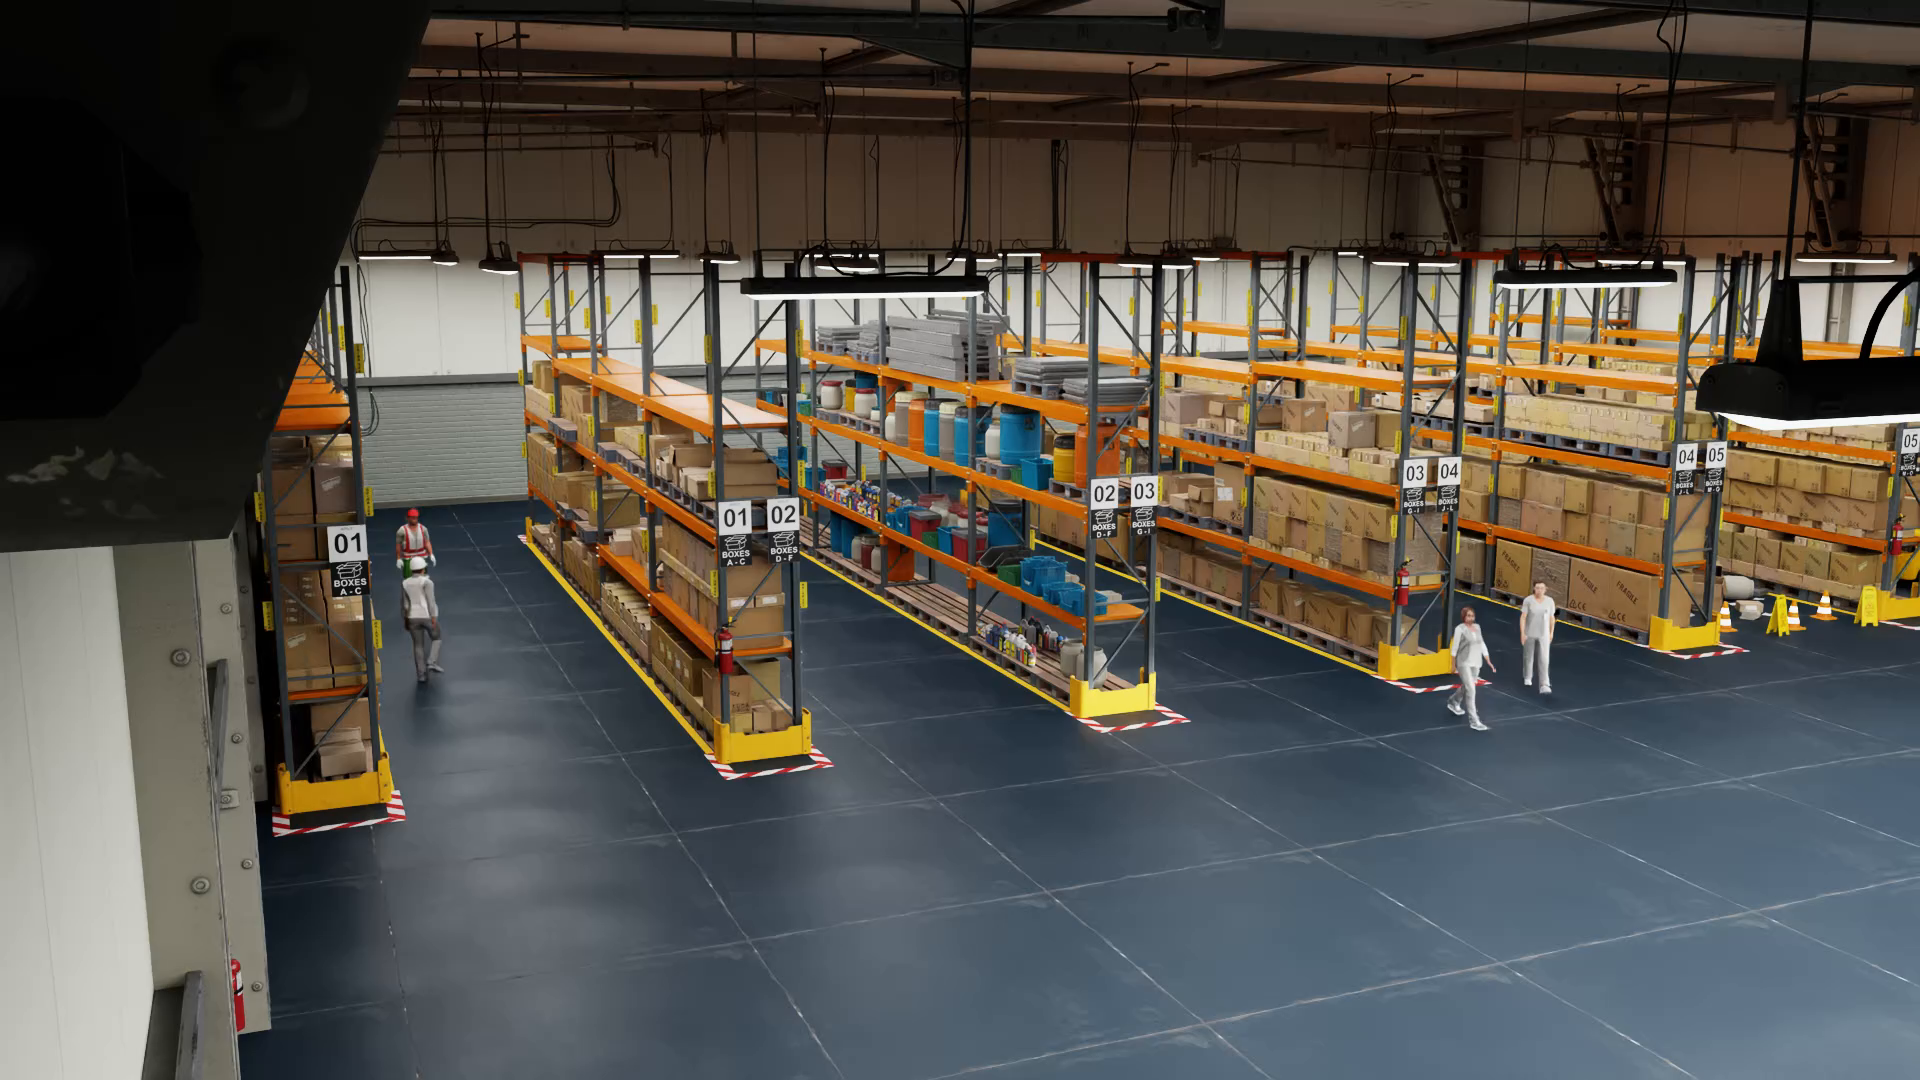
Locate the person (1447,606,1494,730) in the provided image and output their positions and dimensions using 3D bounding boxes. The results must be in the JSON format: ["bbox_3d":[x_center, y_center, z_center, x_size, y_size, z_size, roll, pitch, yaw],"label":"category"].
[{"bbox_3d":[6.656,1.637,21.702,0.441,1.538,0.888,-4,11,-23],"label":"person"}]

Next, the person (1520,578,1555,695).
[{"bbox_3d":[8.046,1.328,23.196,0.467,1.608,1.089,3,11,17],"label":"person"}]

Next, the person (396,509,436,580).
[{"bbox_3d":[-9.260,0.318,28.314,0.623,1.714,1.070,-5,12,-27],"label":"person"}]

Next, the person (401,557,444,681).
[{"bbox_3d":[-7.761,1.121,23.958,0.568,1.760,0.489,-1,10,-7],"label":"person"}]
